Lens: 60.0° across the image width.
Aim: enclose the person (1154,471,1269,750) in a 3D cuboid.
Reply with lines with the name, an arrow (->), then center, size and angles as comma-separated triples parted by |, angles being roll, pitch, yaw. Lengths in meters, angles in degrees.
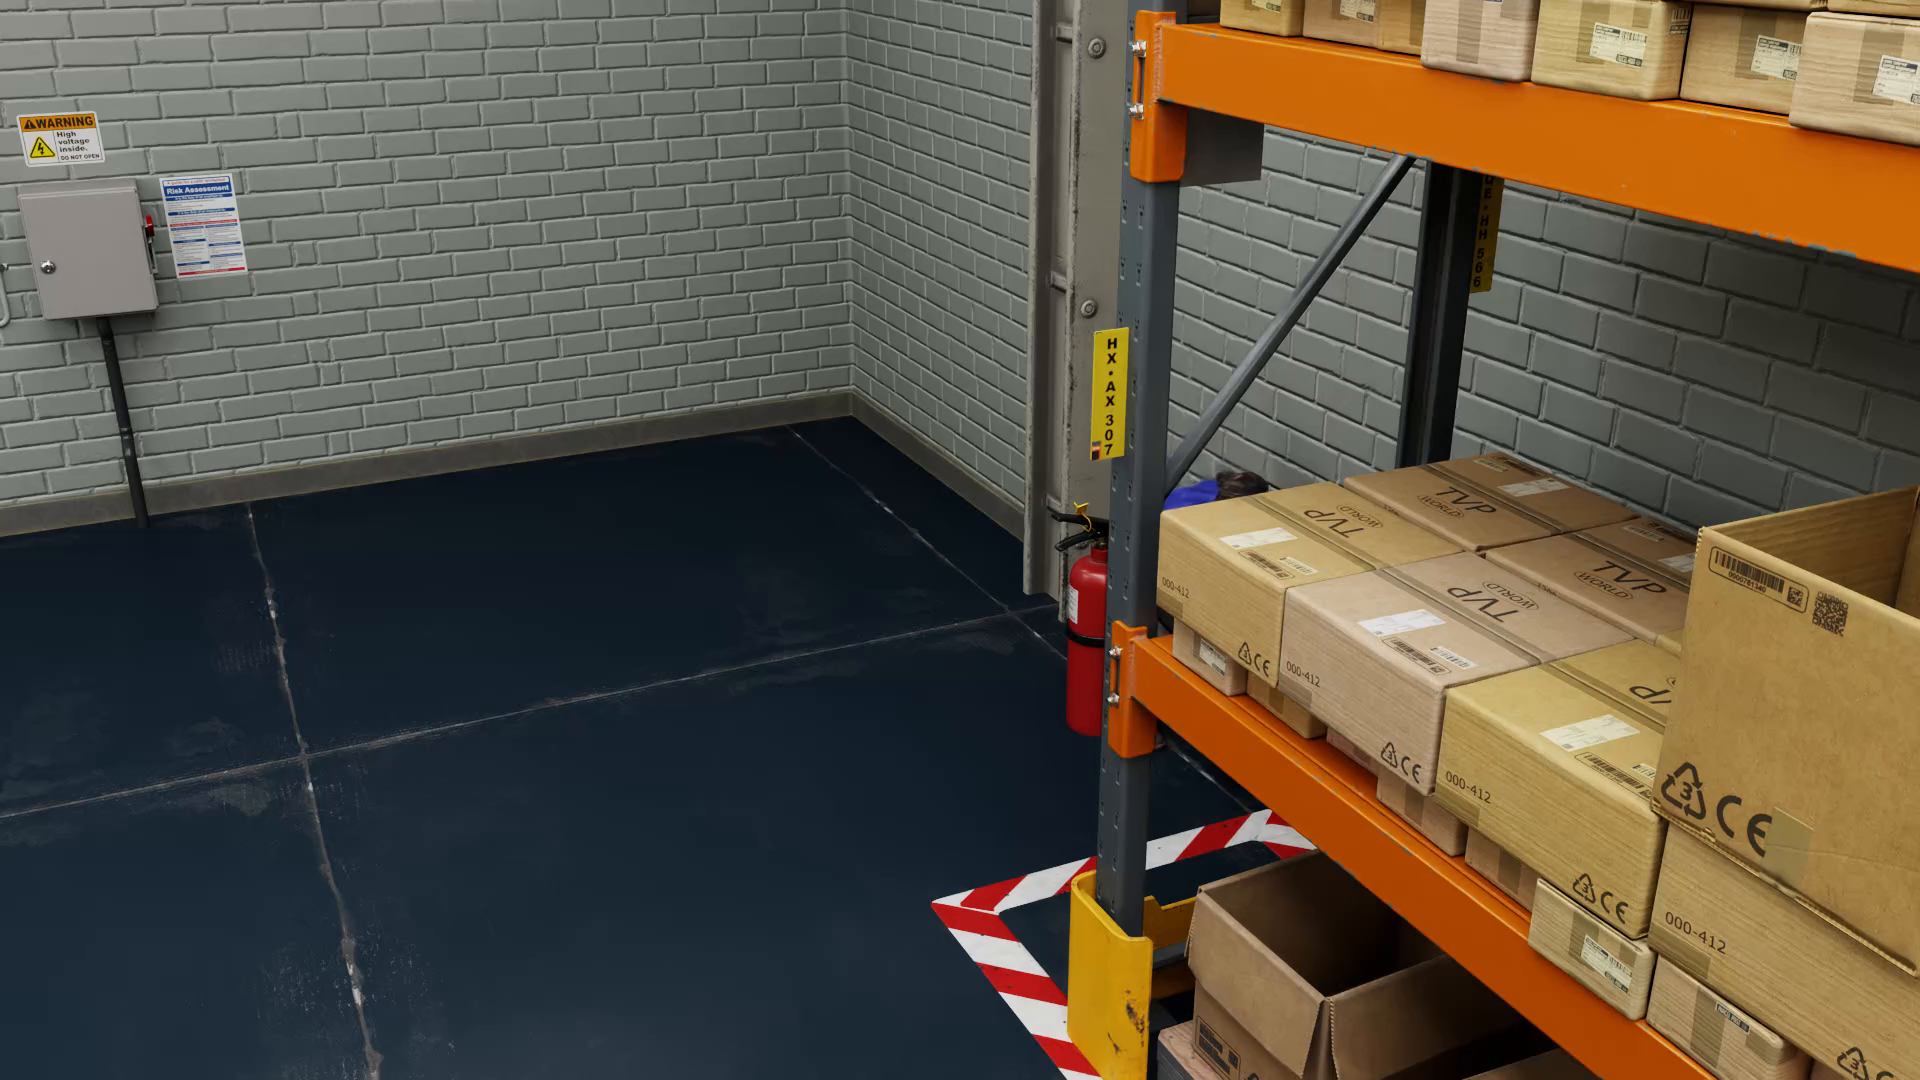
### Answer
person -> 0.867, 0.217, 6.223 | 0.501, 1.168, 0.726 | -11, 25, -24
